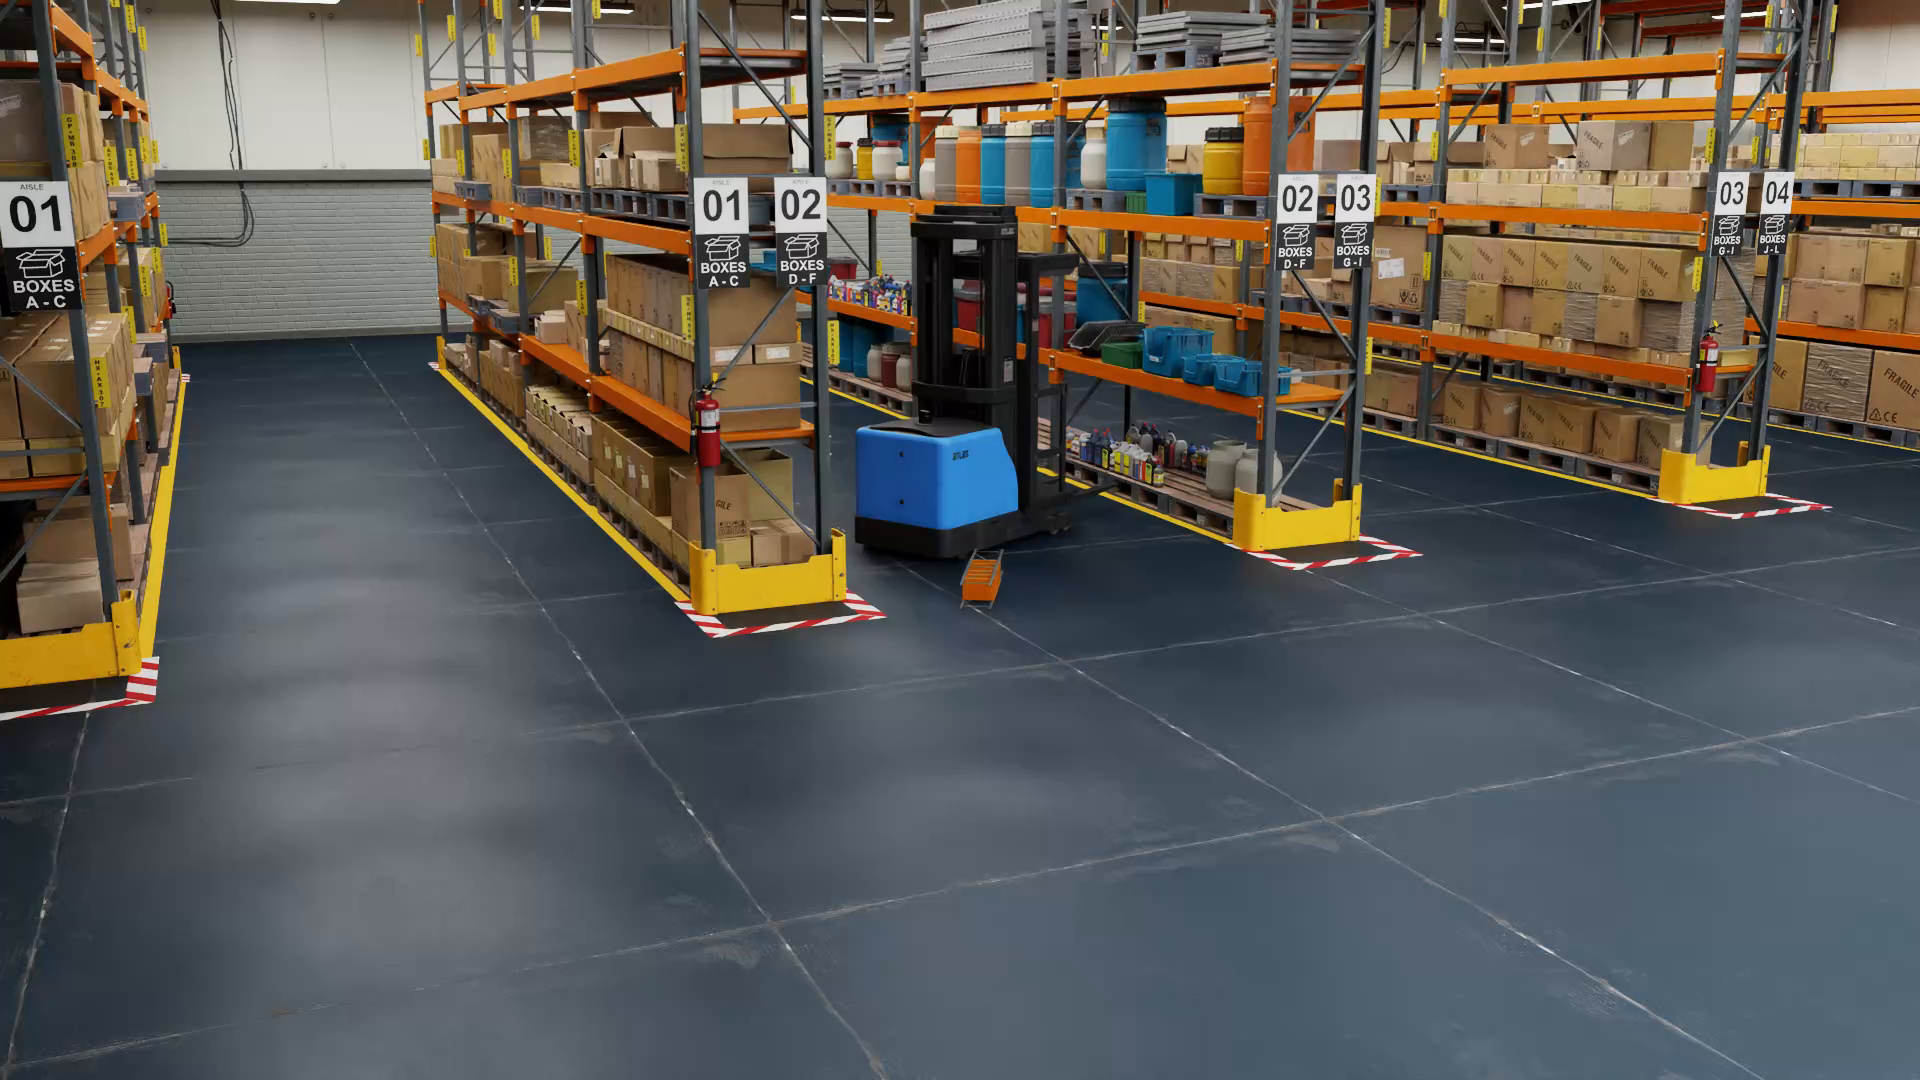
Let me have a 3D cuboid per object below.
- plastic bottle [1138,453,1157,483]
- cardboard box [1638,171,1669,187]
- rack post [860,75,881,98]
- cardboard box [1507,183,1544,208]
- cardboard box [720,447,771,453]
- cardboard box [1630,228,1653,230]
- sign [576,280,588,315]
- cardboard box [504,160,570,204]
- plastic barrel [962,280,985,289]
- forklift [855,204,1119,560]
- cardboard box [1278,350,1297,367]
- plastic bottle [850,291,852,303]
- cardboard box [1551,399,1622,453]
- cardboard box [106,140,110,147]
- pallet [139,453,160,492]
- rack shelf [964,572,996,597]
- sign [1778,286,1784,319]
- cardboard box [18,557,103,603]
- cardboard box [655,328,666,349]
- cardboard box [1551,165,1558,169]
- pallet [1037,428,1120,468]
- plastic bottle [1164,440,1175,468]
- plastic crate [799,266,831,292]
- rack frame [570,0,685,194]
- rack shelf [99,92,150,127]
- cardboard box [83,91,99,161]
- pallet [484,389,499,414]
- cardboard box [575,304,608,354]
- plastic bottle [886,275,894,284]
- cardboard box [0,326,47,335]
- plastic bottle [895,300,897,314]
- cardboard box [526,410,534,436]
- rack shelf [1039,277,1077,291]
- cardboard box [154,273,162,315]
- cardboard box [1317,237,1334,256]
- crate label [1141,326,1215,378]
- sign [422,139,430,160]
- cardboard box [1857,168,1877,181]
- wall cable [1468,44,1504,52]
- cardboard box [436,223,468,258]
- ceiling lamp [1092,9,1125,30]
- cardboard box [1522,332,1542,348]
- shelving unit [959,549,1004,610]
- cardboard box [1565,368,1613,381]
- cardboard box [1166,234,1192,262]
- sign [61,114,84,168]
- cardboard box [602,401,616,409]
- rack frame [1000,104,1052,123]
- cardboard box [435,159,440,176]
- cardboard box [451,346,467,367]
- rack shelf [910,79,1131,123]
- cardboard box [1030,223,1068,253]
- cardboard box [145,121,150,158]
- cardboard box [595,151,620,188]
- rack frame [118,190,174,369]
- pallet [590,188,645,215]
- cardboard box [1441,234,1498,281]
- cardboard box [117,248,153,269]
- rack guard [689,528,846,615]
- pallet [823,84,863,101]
[{"bbox_3d":[1.852,-0.716,16.376,0.152,0.276,0.135,-6,14,-23],"label":"plastic bottle"},{"bbox_3d":[6.999,-3.604,16.587,0.380,0.149,0.250,-6,14,-25],"label":"cardboard box"},{"bbox_3d":[-0.814,-6.186,22.750,0.937,0.300,0.954,-4,14,-17],"label":"rack post"},{"bbox_3d":[6.353,-3.768,18.177,0.500,0.250,0.500,-6,14,-25],"label":"cardboard box"},{"bbox_3d":[-1.900,-0.554,14.116,0.500,0.500,0.500,-6,14,-23],"label":"cardboard box"},{"bbox_3d":[12.217,-5.469,29.406,0.500,0.500,0.500,-6,14,-24],"label":"cardboard box"},{"bbox_3d":[-3.570,-2.289,15.714,0.100,0.325,0.005,-6,14,-23],"label":"sign"},{"bbox_3d":[-4.885,-4.238,19.653,0.910,0.500,0.500,-6,14,-23],"label":"cardboard box"},{"bbox_3d":[0.324,-3.085,21.245,0.600,0.536,0.708,-6,14,-23],"label":"plastic barrel"},{"bbox_3d":[0.377,-1.540,15.022,1.130,2.935,3.031,10,16,36],"label":"forklift"},{"bbox_3d":[4.686,-2.394,23.131,0.700,0.500,0.500,-6,15,-26],"label":"cardboard box"},{"bbox_3d":[-1.513,-3.469,23.647,0.097,0.201,0.097,0,13,0],"label":"plastic bottle"},{"bbox_3d":[6.864,-1.250,18.233,0.500,0.500,0.500,-4,14,-18],"label":"cardboard box"},{"bbox_3d":[-9.934,-4.232,18.653,0.700,0.500,0.500,-5,14,-20],"label":"cardboard box"},{"bbox_3d":[-8.905,-0.672,17.306,1.003,0.211,1.213,-6,14,-23],"label":"pallet"},{"bbox_3d":[0.157,0.344,12.954,0.258,0.180,0.103,1,13,6],"label":"rack shelf"},{"bbox_3d":[8.101,-2.352,16.462,0.100,0.325,0.005,-6,14,-23],"label":"sign"},{"bbox_3d":[-6.435,0.287,11.964,0.500,0.311,0.500,-4,14,-18],"label":"cardboard box"},{"bbox_3d":[-2.322,-1.682,13.823,0.380,0.149,0.250,-5,14,-21],"label":"cardboard box"},{"bbox_3d":[8.971,-5.470,24.605,0.380,0.149,0.250,-6,14,-25],"label":"cardboard box"},{"bbox_3d":[1.113,-1.061,18.986,1.003,0.211,1.213,-6,14,-23],"label":"pallet"},{"bbox_3d":[2.155,-0.895,17.131,0.061,0.283,0.133,-6,14,-23],"label":"plastic bottle"},{"bbox_3d":[-2.241,-4.001,25.405,0.392,0.384,0.575,-6,14,-23],"label":"plastic crate"},{"bbox_3d":[-3.077,-4.737,15.379,1.000,3.000,0.127,-6,14,-23],"label":"rack frame"},{"bbox_3d":[-11.620,-5.809,22.496,1.077,0.370,4.000,-6,14,-23],"label":"rack shelf"},{"bbox_3d":[-6.717,-3.075,12.366,0.500,0.500,0.500,-6,14,-25],"label":"cardboard box"},{"bbox_3d":[-5.921,-1.944,22.800,1.003,0.211,1.213,-6,14,-23],"label":"pallet"},{"bbox_3d":[-3.781,-2.235,17.654,0.500,0.500,0.500,-6,14,-23],"label":"cardboard box"},{"bbox_3d":[-1.000,-3.691,24.275,0.144,0.351,0.185,-6,14,-23],"label":"plastic bottle"},{"bbox_3d":[-7.219,-1.341,12.638,0.500,0.500,0.500,-5,14,-21],"label":"cardboard box"},{"bbox_3d":[-0.814,-3.109,22.089,0.097,0.201,0.097,0,13,0],"label":"plastic bottle"},{"bbox_3d":[-4.739,-1.371,19.307,0.500,0.250,0.500,-6,14,-23],"label":"cardboard box"},{"bbox_3d":[1.995,-4.424,28.926,1.077,0.370,4.000,-6,14,-23],"label":"rack shelf"},{"bbox_3d":[-11.021,-3.278,21.717,0.980,0.700,0.700,-5,14,-22],"label":"cardboard box"},{"bbox_3d":[6.722,-5.163,29.646,0.500,0.500,0.500,-6,14,-25],"label":"cardboard box"},{"bbox_3d":[2.080,-1.807,15.948,0.502,0.435,0.616,-6,14,-23],"label":"crate label"},{"bbox_3d":[-8.381,-6.131,26.119,0.100,0.325,0.005,-6,14,-23],"label":"sign"},{"bbox_3d":[10.933,-4.359,19.802,0.380,0.149,0.250,-6,14,-23],"label":"cardboard box"},{"bbox_3d":[13.733,-13.446,40.673,2.988,3.039,0.133,-6,14,-23],"label":"wall cable"},{"bbox_3d":[-7.948,-4.714,26.145,0.500,0.500,0.500,-5,14,-21],"label":"cardboard box"},{"bbox_3d":[2.442,-11.737,32.681,2.000,3.185,0.800,-6,14,-23],"label":"ceiling lamp"},{"bbox_3d":[6.425,-2.205,18.304,0.380,0.149,0.250,-6,14,-23],"label":"cardboard box"},{"bbox_3d":[0.178,0.300,13.144,0.258,0.189,1.200,1,13,6],"label":"shelving unit"},{"bbox_3d":[9.499,-2.756,24.183,1.050,0.750,0.750,-5,14,-22],"label":"cardboard box"},{"bbox_3d":[3.588,-4.497,25.203,0.797,0.503,0.637,-5,14,-21],"label":"cardboard box"},{"bbox_3d":[-5.515,-2.476,10.324,0.100,0.325,0.005,-6,14,-23],"label":"sign"},{"bbox_3d":[-3.631,-1.378,18.093,0.500,0.311,0.500,-5,14,-21],"label":"cardboard box"},{"bbox_3d":[1.194,-8.110,29.954,1.000,3.000,0.127,-6,14,-23],"label":"rack frame"},{"bbox_3d":[-7.723,-5.692,25.381,0.500,0.250,0.500,-6,14,-23],"label":"cardboard box"},{"bbox_3d":[-7.526,-2.824,25.539,0.500,0.250,0.500,-6,14,-23],"label":"cardboard box"},{"bbox_3d":[0.662,-5.051,19.221,1.077,0.370,4.000,-6,14,-23],"label":"rack shelf"},{"bbox_3d":[1.552,-5.291,29.089,0.500,0.500,0.500,-6,14,-24],"label":"cardboard box"},{"bbox_3d":[-11.471,-5.514,22.906,0.500,0.500,0.500,-6,14,-25],"label":"cardboard box"},{"bbox_3d":[-2.901,-3.265,14.630,0.500,0.311,0.500,-6,15,-26],"label":"cardboard box"},{"bbox_3d":[-12.421,-3.845,24.831,1.000,3.000,0.127,-6,14,-23],"label":"rack frame"},{"bbox_3d":[-2.712,-3.058,14.976,1.003,0.211,1.213,-6,14,-23],"label":"pallet"},{"bbox_3d":[5.948,-3.273,19.260,0.500,0.500,0.500,-6,14,-23],"label":"cardboard box"},{"bbox_3d":[-10.398,-3.514,20.812,0.500,0.250,0.500,-5,14,-22],"label":"cardboard box"},{"bbox_3d":[-1.465,0.235,12.745,1.175,0.500,0.348,-6,14,-23],"label":"rack guard"},{"bbox_3d":[-1.382,-6.381,23.790,1.003,0.211,1.213,-6,14,-23],"label":"pallet"}]
